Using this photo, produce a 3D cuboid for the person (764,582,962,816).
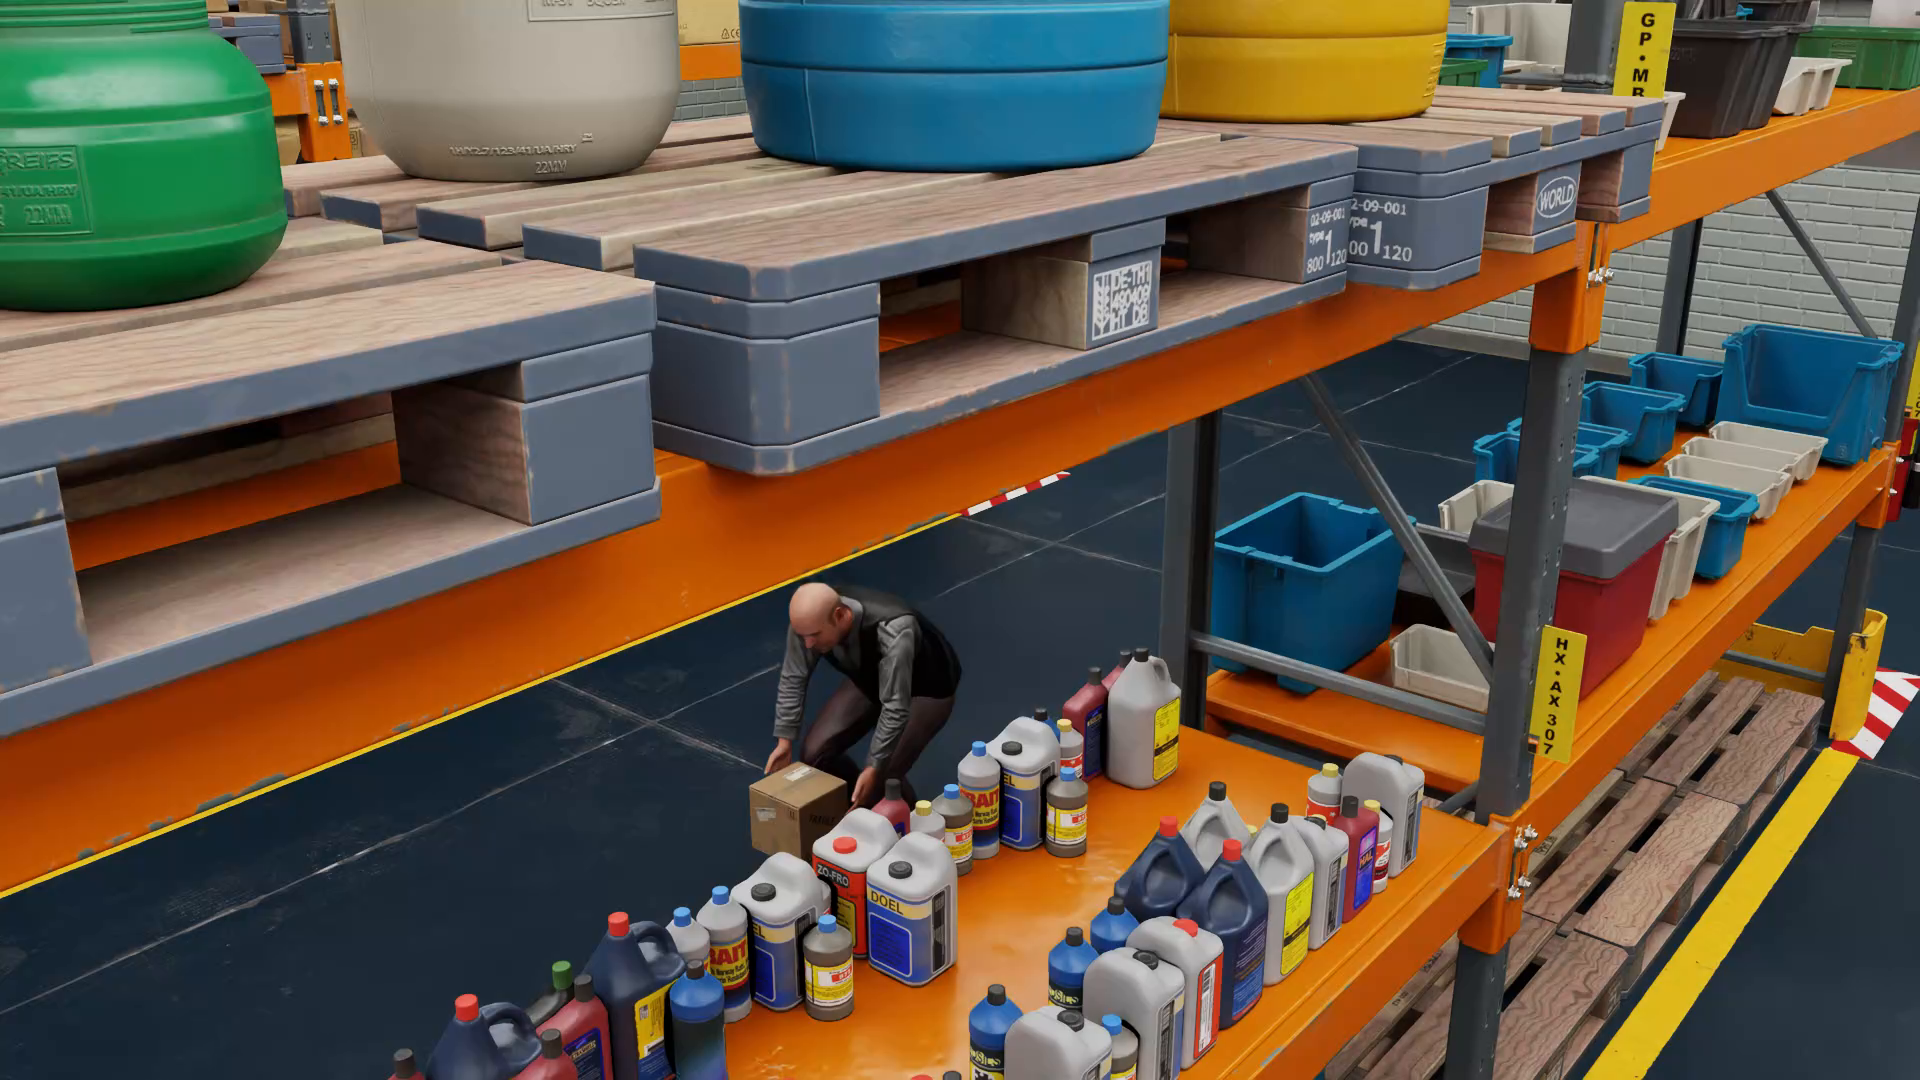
[{"bbox_3d":[-0.321,0.636,6.137,0.579,1.198,0.797,16,25,36],"label":"person"}]
